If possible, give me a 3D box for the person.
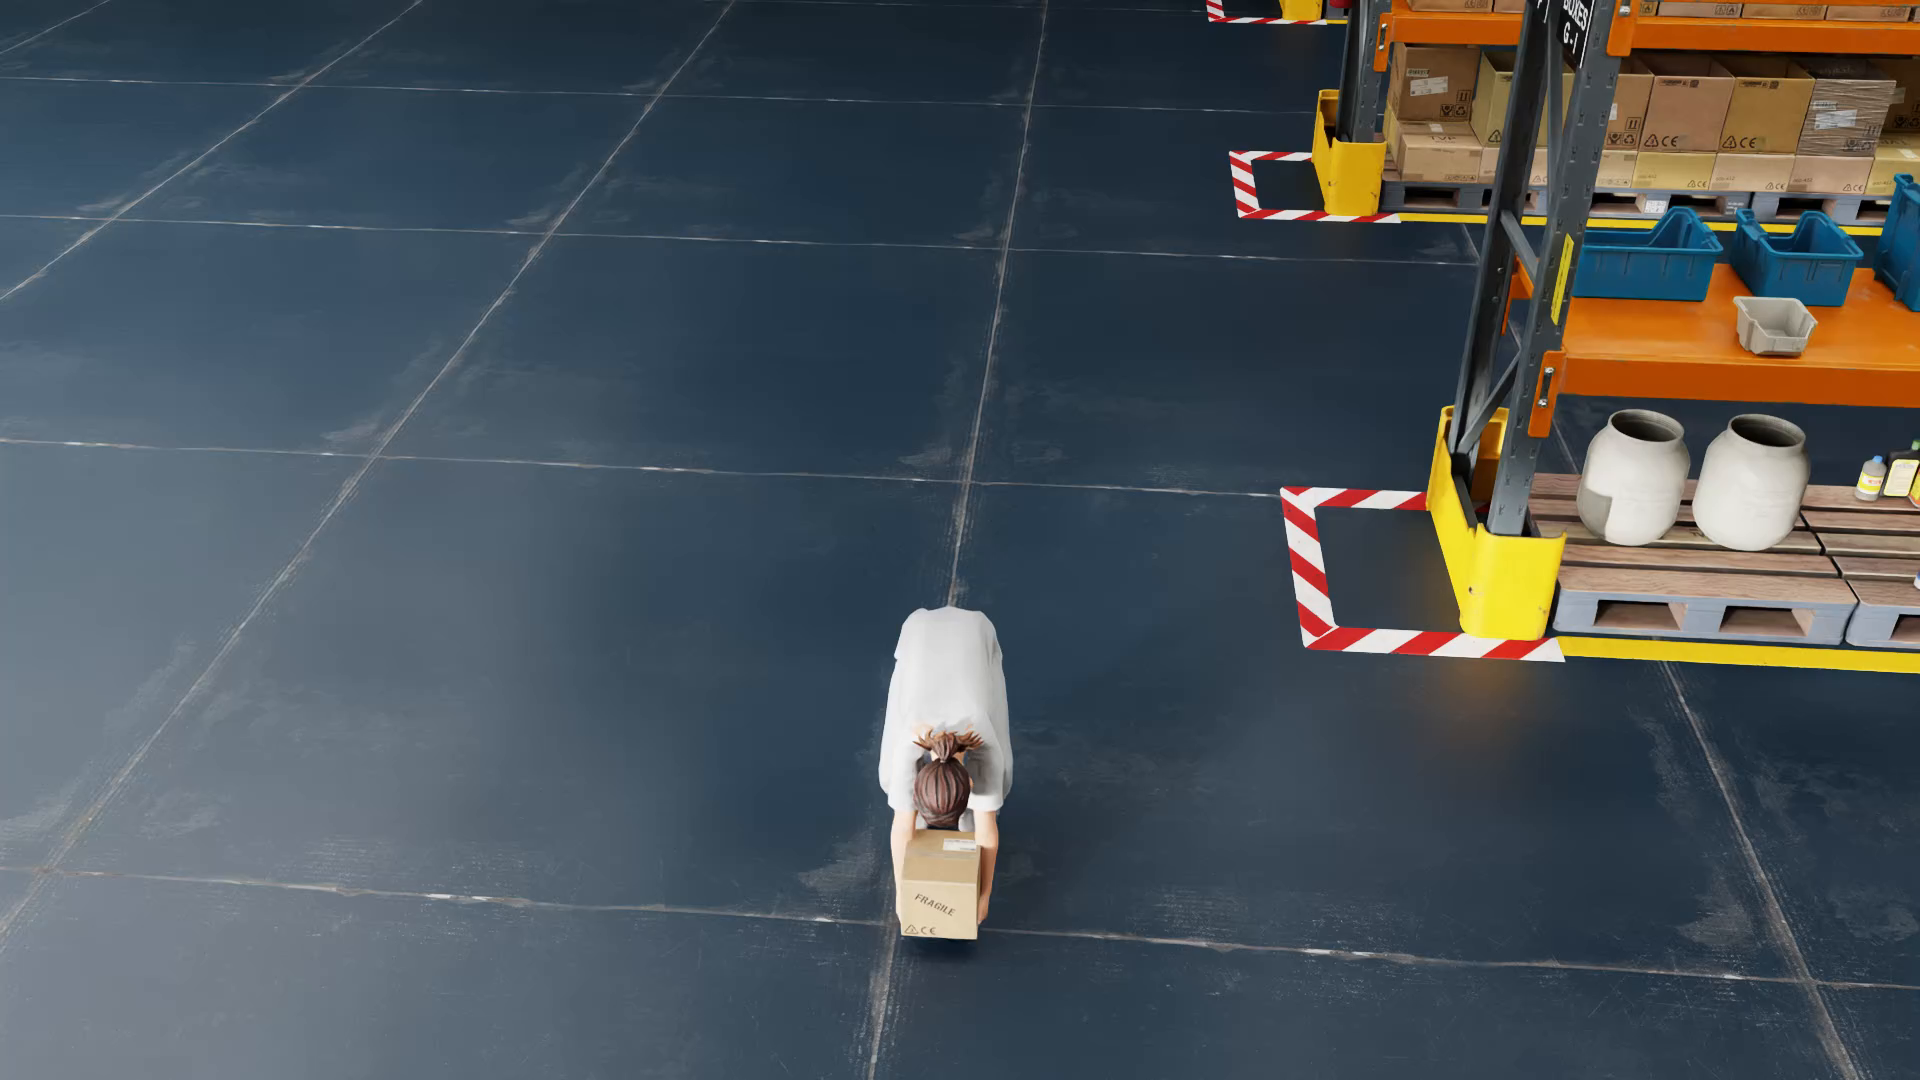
[{"bbox_3d":[-0.049,0.775,5.609,0.455,0.921,0.852,1,32,2],"label":"person"}]
